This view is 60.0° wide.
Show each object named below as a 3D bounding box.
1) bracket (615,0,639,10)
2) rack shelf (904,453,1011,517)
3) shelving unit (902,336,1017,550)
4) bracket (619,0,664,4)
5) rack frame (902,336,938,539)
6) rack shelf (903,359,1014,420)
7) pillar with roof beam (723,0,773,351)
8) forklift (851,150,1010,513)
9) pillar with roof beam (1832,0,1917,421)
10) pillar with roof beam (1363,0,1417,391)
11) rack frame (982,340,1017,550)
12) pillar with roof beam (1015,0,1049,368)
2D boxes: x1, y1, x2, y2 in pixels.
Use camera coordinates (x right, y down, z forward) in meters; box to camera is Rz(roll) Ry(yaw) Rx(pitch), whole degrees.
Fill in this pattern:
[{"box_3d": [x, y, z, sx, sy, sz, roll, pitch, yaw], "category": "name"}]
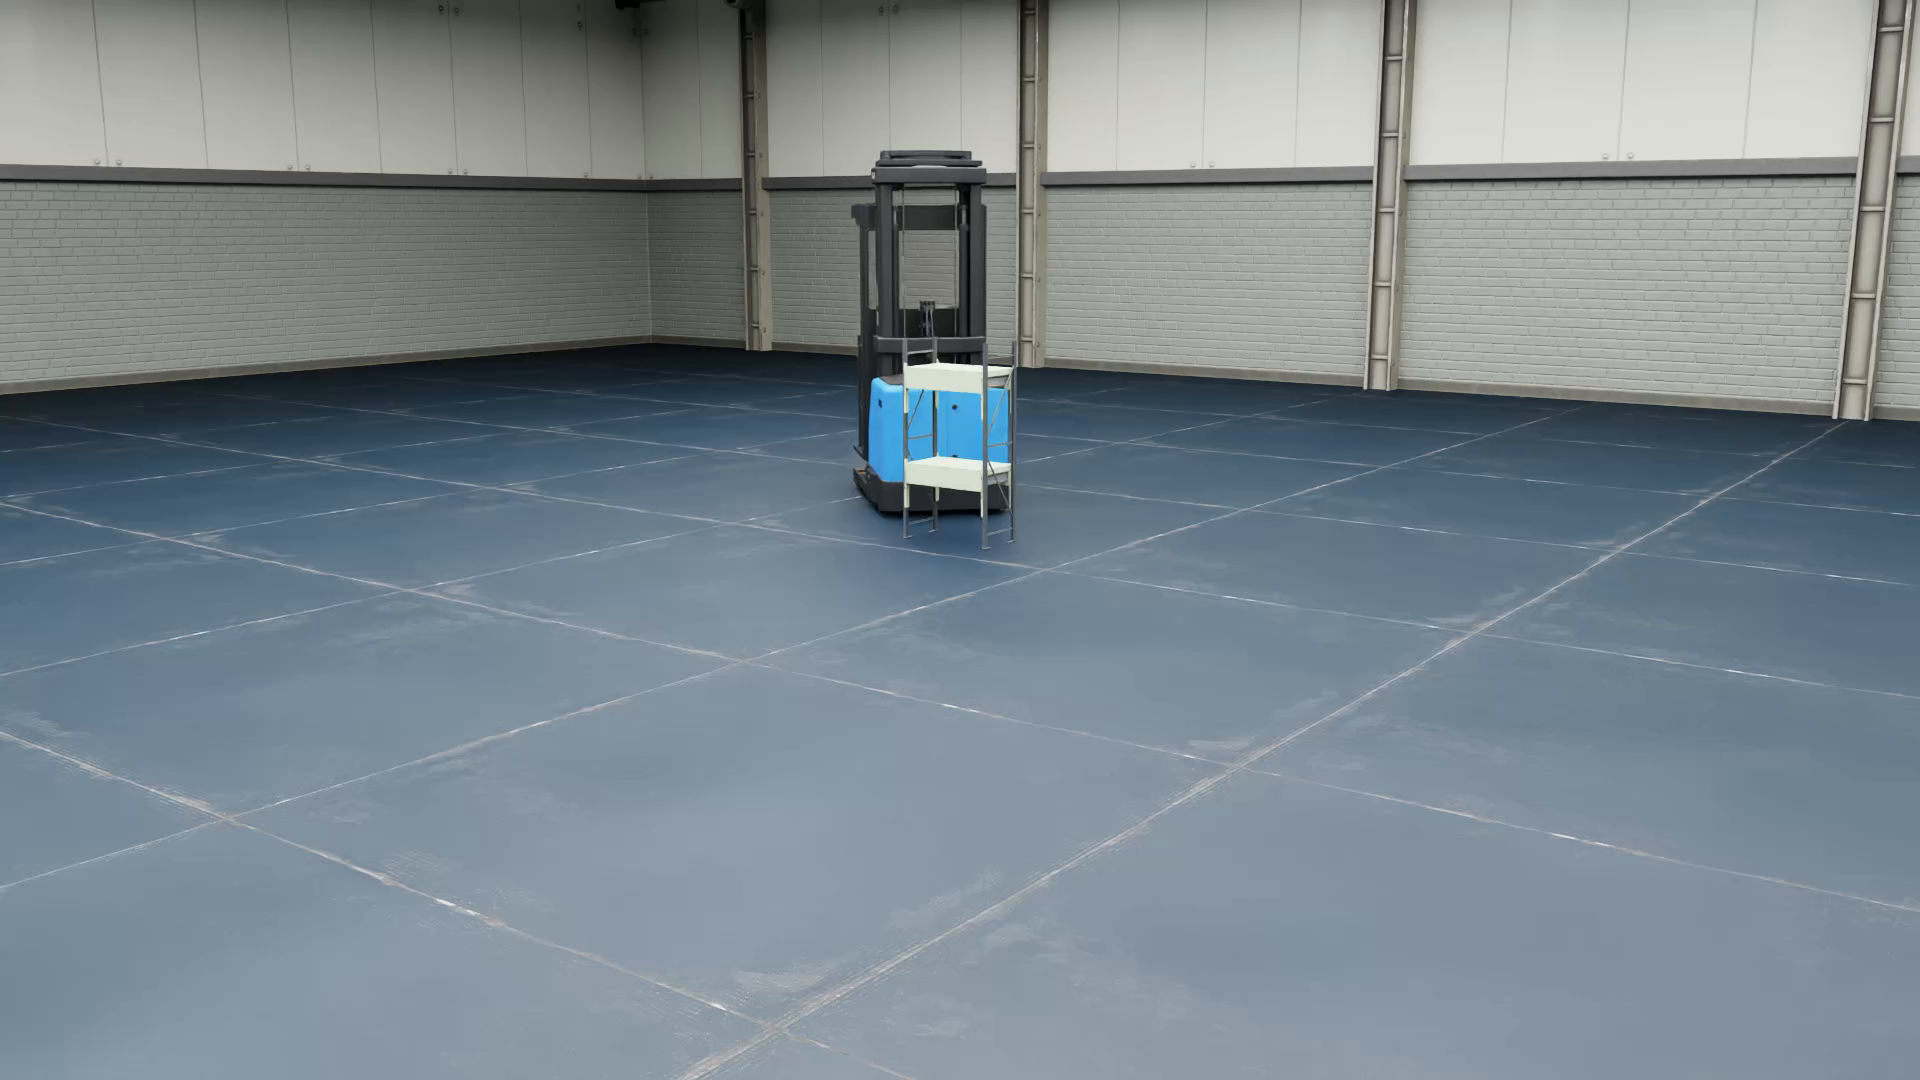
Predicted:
[{"box_3d": [-6.148, -9.942, 30.752, 0.430, 0.232, 0.235, 8, 13, 36], "category": "bracket"}, {"box_3d": [-0.005, -0.417, 12.453, 0.720, 0.370, 0.431, 8, 13, 36], "category": "rack shelf"}, {"box_3d": [-0.005, -0.737, 12.391, 0.755, 1.500, 0.431, 8, 13, 36], "category": "shelving unit"}, {"box_3d": [-5.672, -9.876, 30.409, 3.189, 0.066, 0.076, 8, 13, 36], "category": "bracket"}, {"box_3d": [-0.300, -0.778, 12.604, 0.023, 1.500, 0.400, 8, 13, 36], "category": "rack frame"}, {"box_3d": [-0.005, -1.120, 12.317, 0.720, 0.370, 0.431, 8, 13, 36], "category": "rack shelf"}, {"box_3d": [-6.242, -7.257, 26.350, 0.548, 9.000, 9.100, 8, 13, 36], "category": "pillar with roof beam"}, {"box_3d": [-0.358, -1.892, 14.595, 1.130, 2.935, 3.031, -2, 11, -10], "category": "forklift"}, {"box_3d": [8.266, -5.233, 15.889, 0.400, 9.000, 9.100, 8, 13, 36], "category": "pillar with roof beam"}, {"box_3d": [3.430, -5.908, 19.376, 0.400, 9.000, 9.100, 8, 13, 36], "category": "pillar with roof beam"}, {"box_3d": [0.290, -0.696, 12.178, 0.023, 1.500, 0.400, 8, 13, 36], "category": "rack frame"}, {"box_3d": [-1.406, -6.583, 22.863, 0.400, 9.000, 9.100, 8, 13, 36], "category": "pillar with roof beam"}]
